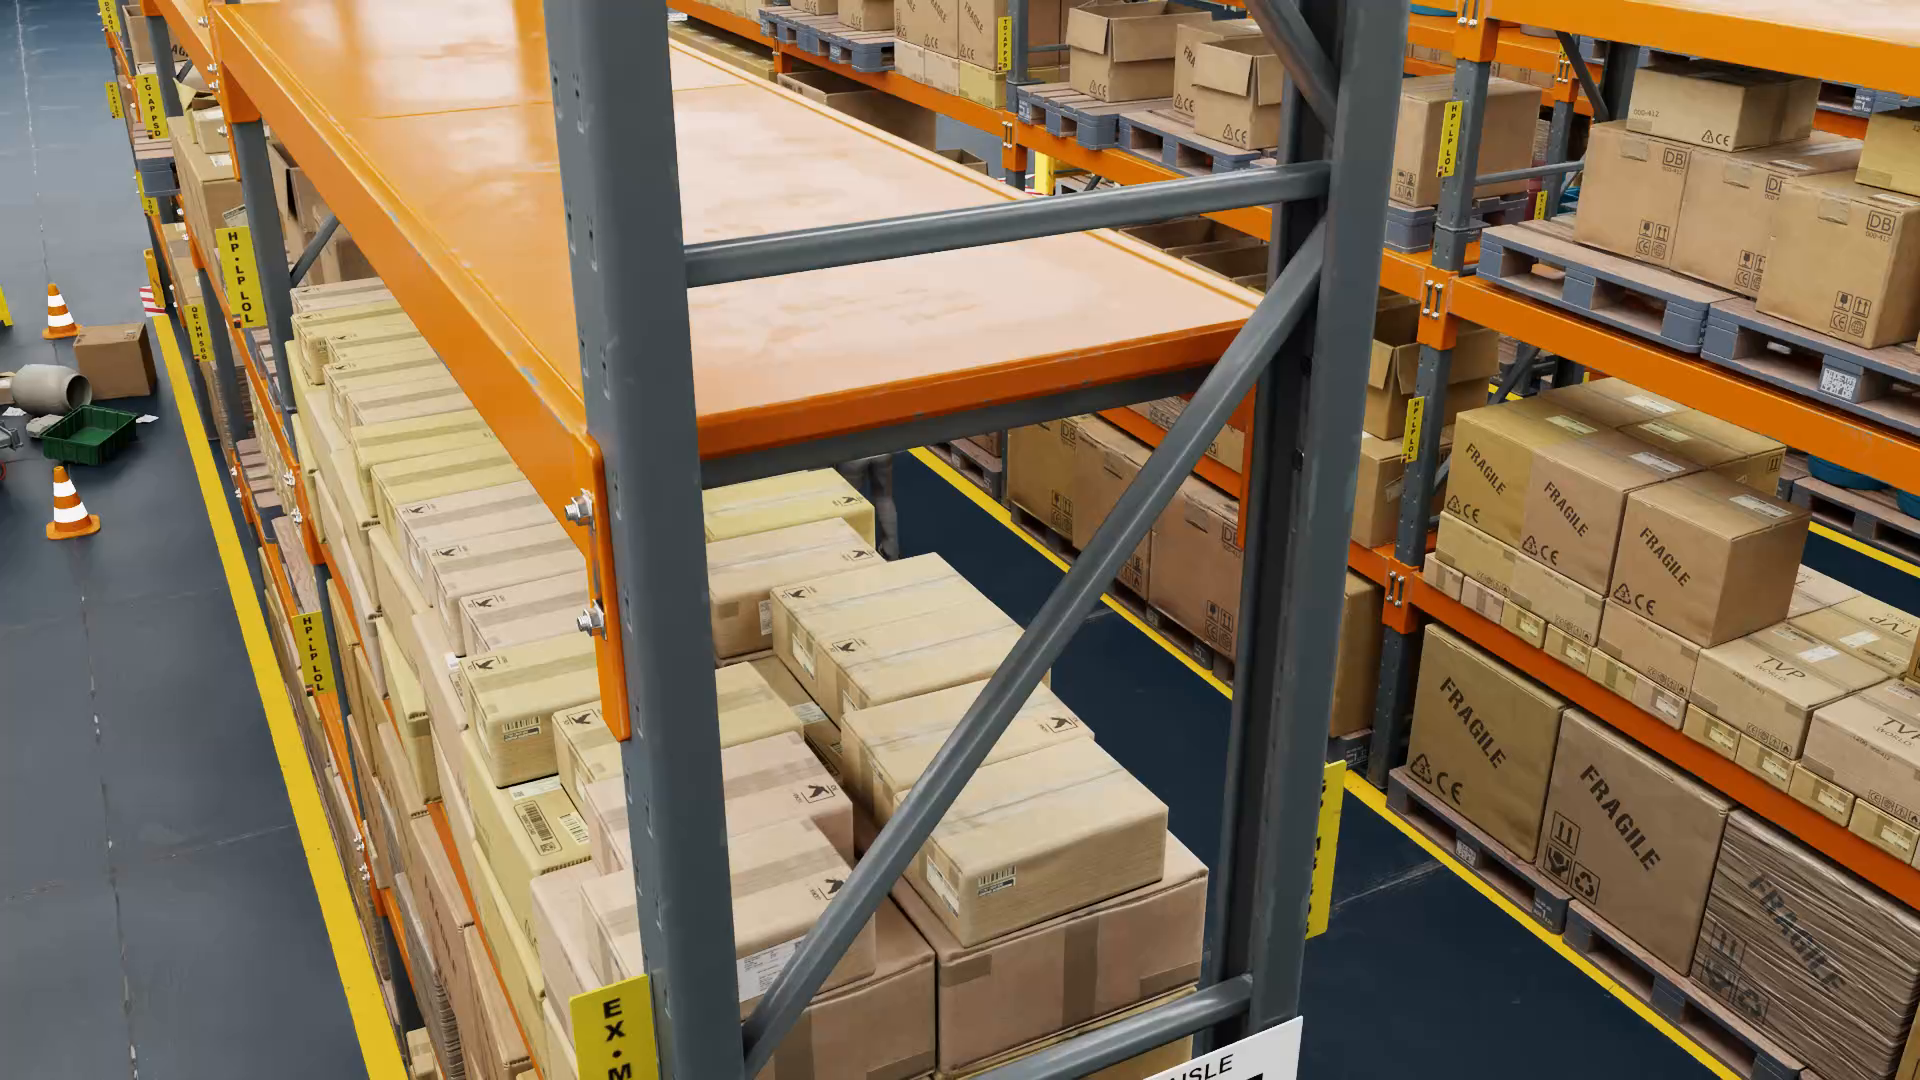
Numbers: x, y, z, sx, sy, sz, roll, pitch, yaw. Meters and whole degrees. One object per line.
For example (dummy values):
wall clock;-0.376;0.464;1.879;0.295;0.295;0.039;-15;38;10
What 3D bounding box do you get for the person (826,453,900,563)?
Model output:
person;-0.629;-0.586;10.838;0.532;1.664;0.391;-15;29;-28
